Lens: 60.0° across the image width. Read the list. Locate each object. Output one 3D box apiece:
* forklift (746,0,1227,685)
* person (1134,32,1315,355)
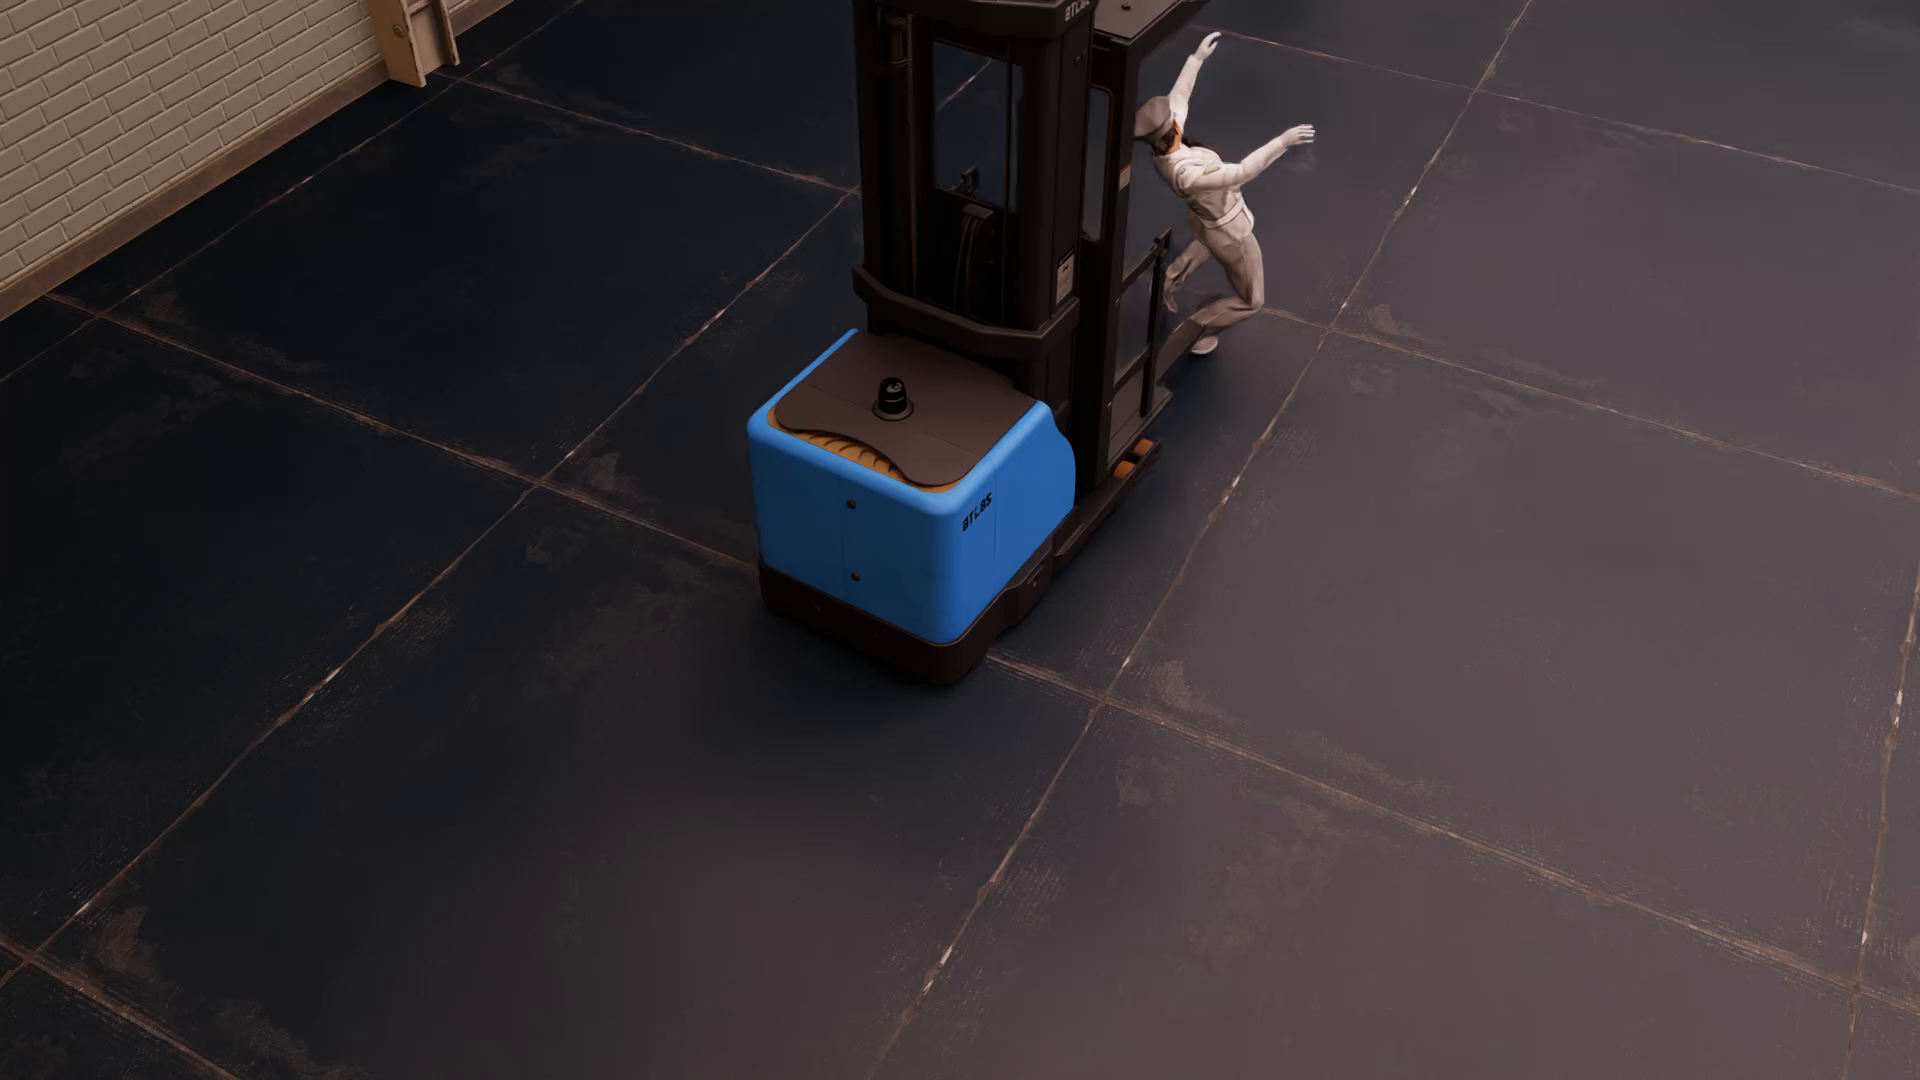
[{"bbox_3d":[0.325,-1.442,7.185,1.130,2.935,3.031,24,48,23],"label":"forklift"},{"bbox_3d":[1.200,-1.618,8.343,0.728,1.552,0.890,-14,45,-14],"label":"person"}]
